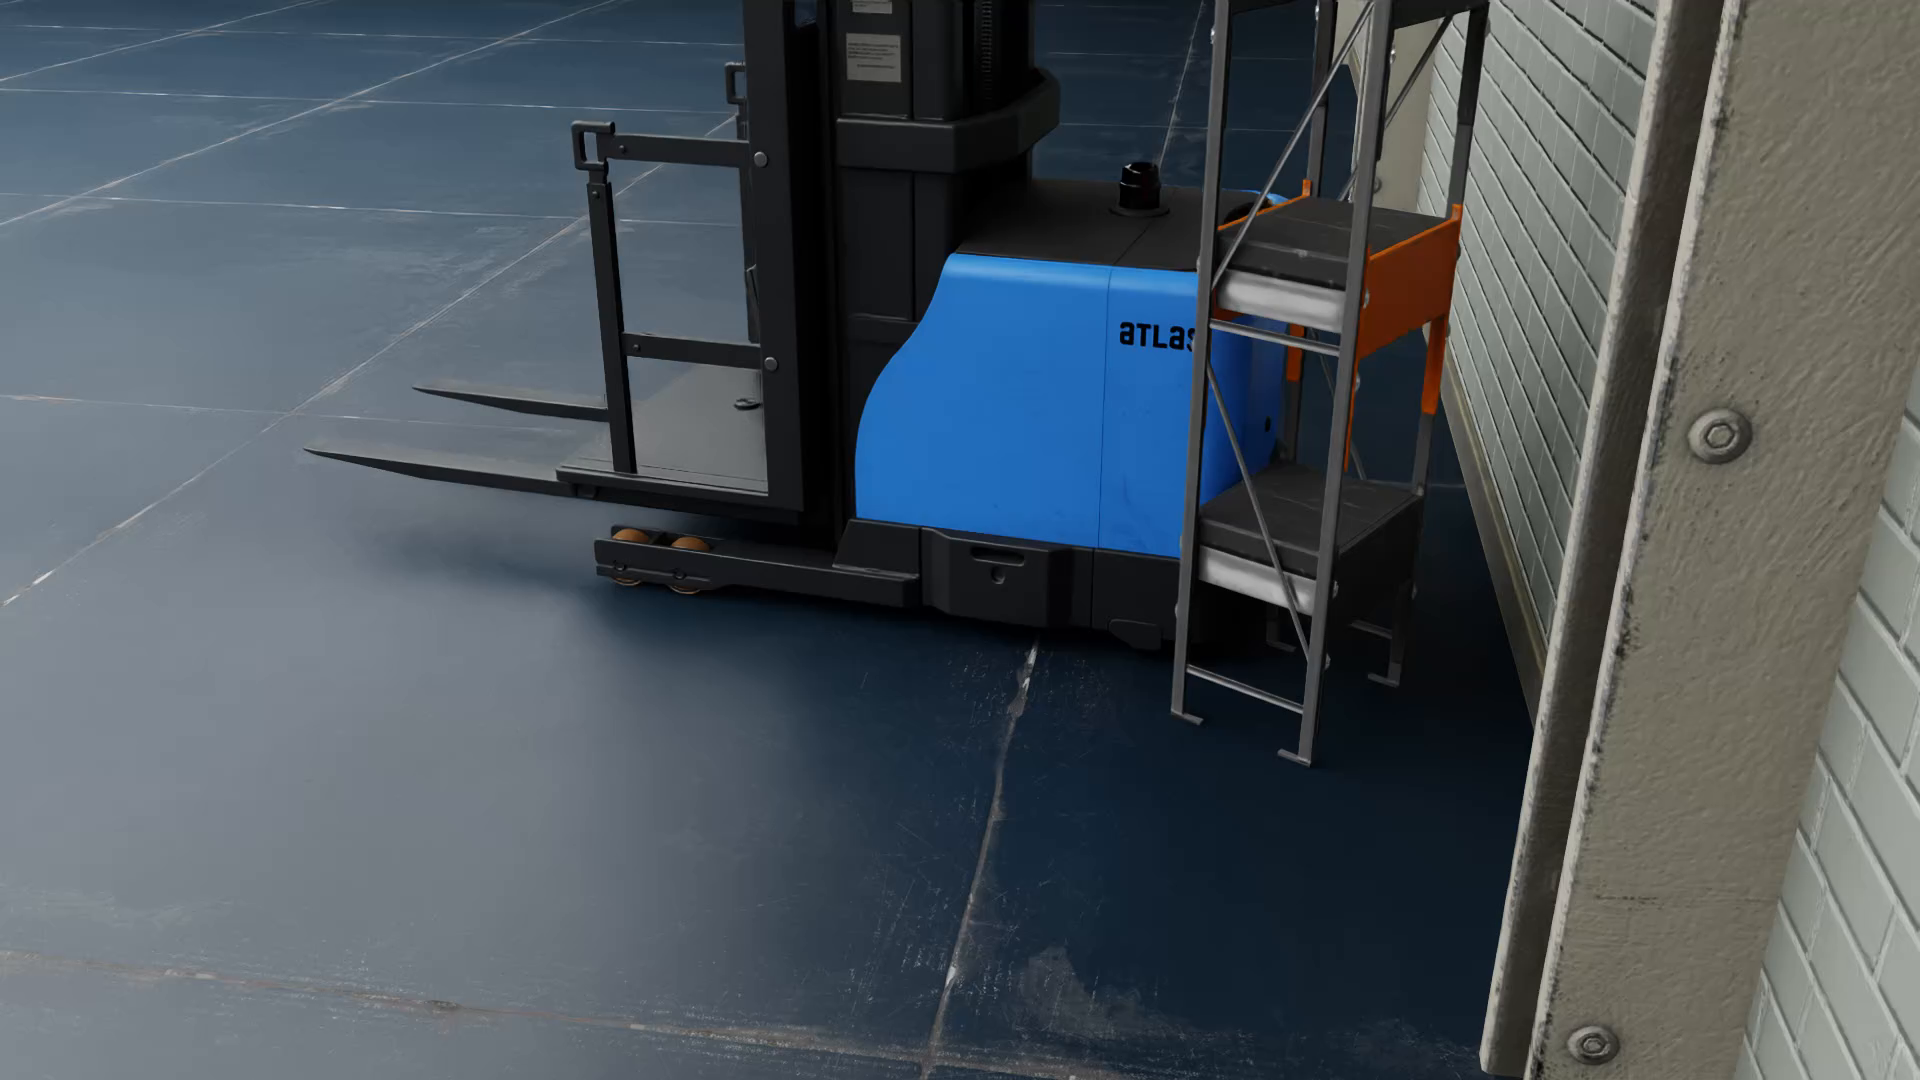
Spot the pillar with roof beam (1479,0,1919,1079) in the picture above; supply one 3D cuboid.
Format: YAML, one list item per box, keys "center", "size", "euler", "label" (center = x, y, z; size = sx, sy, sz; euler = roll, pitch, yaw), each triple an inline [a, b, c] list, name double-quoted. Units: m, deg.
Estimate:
- center: [-3.138, -3.306, 1.698]
  size: [9.100, 9.000, 0.400]
  euler: [4, 25, 9]
  label: "pillar with roof beam"

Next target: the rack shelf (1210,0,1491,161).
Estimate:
- center: [0.858, -1.153, 3.618]
  size: [0.431, 0.518, 0.480]
  euler: [19, 31, 35]
  label: "rack shelf"

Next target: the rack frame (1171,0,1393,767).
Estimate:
- center: [0.705, -0.451, 3.737]
  size: [0.400, 2.100, 0.015]
  euler: [19, 31, 35]
  label: "rack frame"

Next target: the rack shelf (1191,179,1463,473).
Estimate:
- center: [0.858, -0.519, 3.915]
  size: [0.431, 0.518, 0.480]
  euler: [19, 31, 35]
  label: "rack shelf"

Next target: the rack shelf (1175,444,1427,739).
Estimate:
- center: [0.858, 0.115, 4.211]
  size: [0.431, 0.518, 0.480]
  euler: [19, 31, 35]
  label: "rack shelf"

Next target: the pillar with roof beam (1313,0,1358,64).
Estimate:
- center: [-1.177, -8.325, 12.420]
  size: [9.100, 9.000, 0.400]
  euler: [4, 25, 9]
  label: "pillar with roof beam"

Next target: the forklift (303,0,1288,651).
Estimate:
- center: [-0.575, -1.371, 4.722]
  size: [3.031, 2.935, 1.130]
  euler: [7, 26, 15]
  label: "forklift"

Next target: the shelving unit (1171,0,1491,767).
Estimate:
- center: [0.858, -0.532, 3.909]
  size: [0.431, 2.100, 0.503]
  euler: [19, 31, 35]
  label: "shelving unit"

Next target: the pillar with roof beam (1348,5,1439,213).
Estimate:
- center: [-2.157, -5.815, 7.059]
  size: [9.100, 9.000, 0.400]
  euler: [4, 25, 9]
  label: "pillar with roof beam"

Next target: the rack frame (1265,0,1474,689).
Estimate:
- center: [1.011, -0.612, 4.081]
  size: [0.400, 2.100, 0.015]
  euler: [19, 31, 35]
  label: "rack frame"
